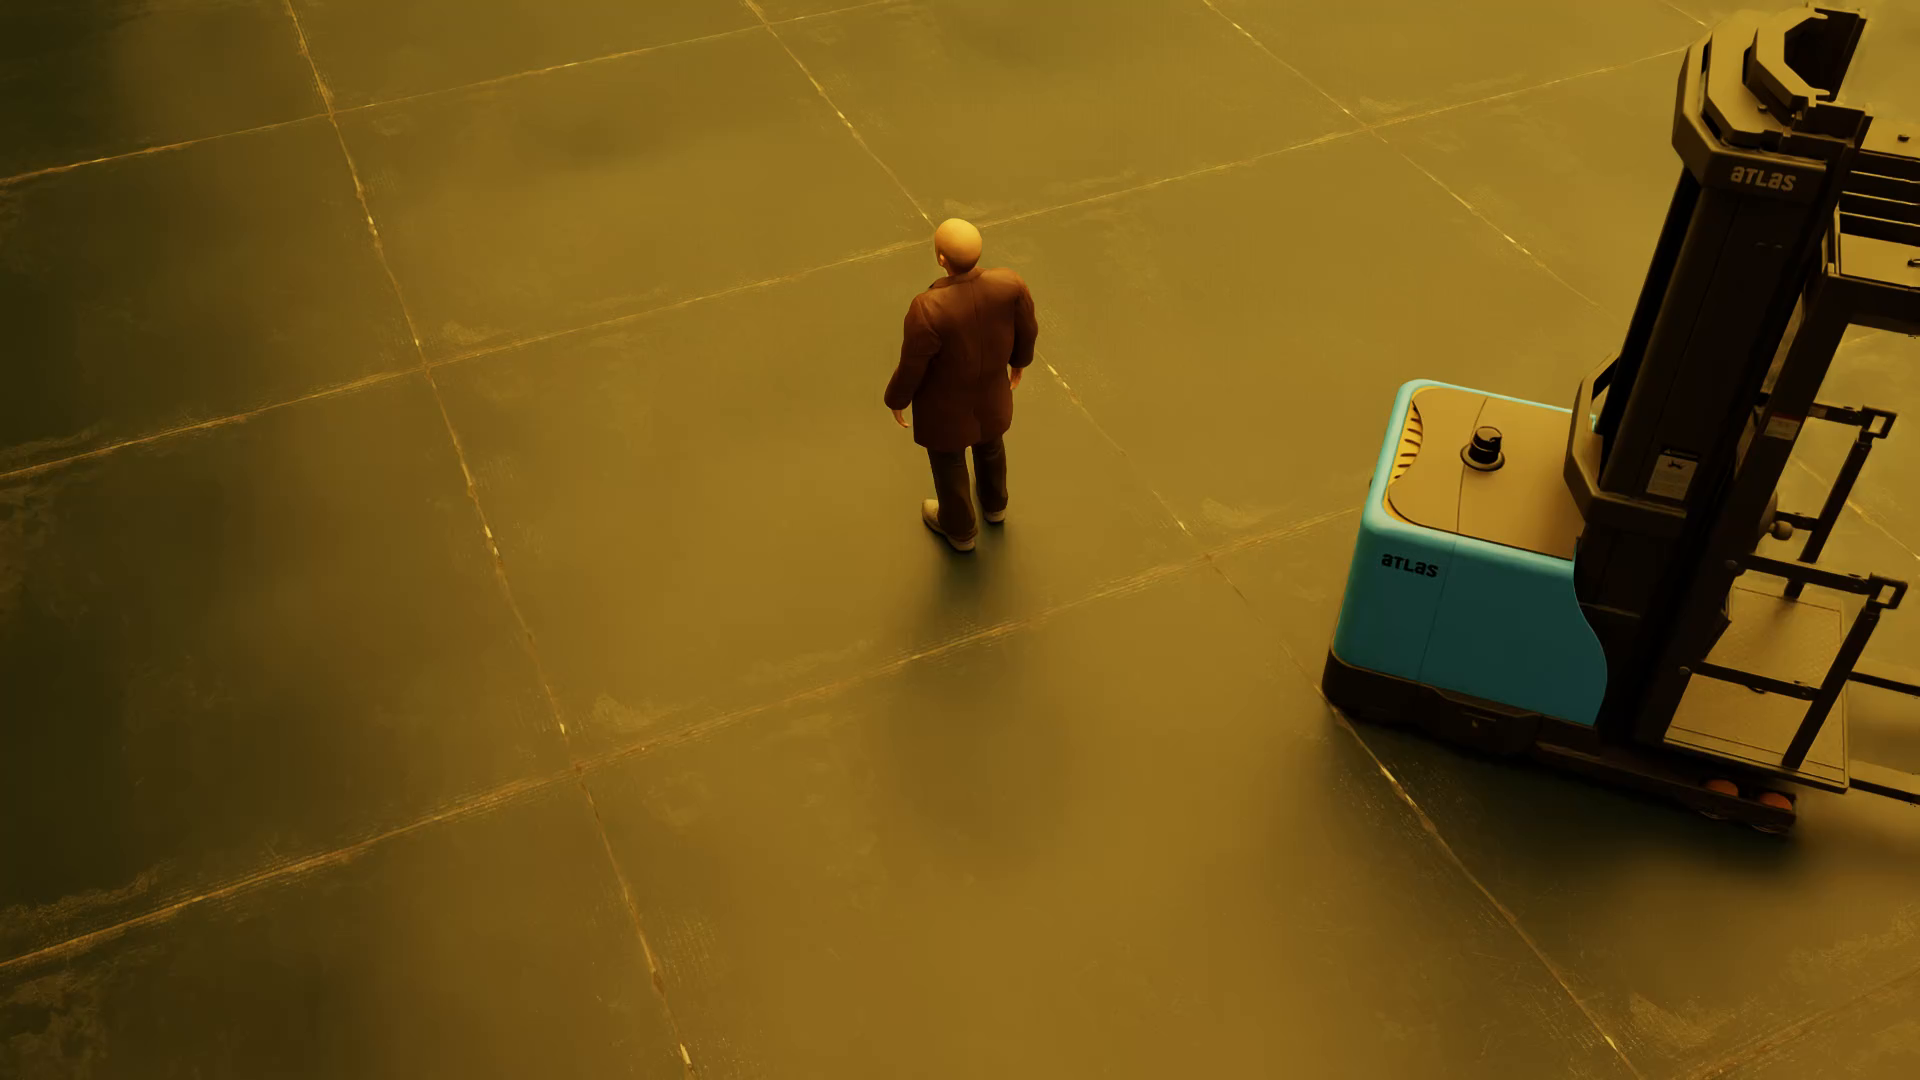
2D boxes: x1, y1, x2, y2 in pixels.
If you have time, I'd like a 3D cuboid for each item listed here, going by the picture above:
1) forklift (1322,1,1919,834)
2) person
[{"bbox_3d":[3.107,-0.325,6.028,3.031,2.935,1.130,14,45,15],"label":"forklift"},{"bbox_3d":[-0.034,-0.713,7.278,0.696,1.776,0.582,-18,46,-18],"label":"person"}]
